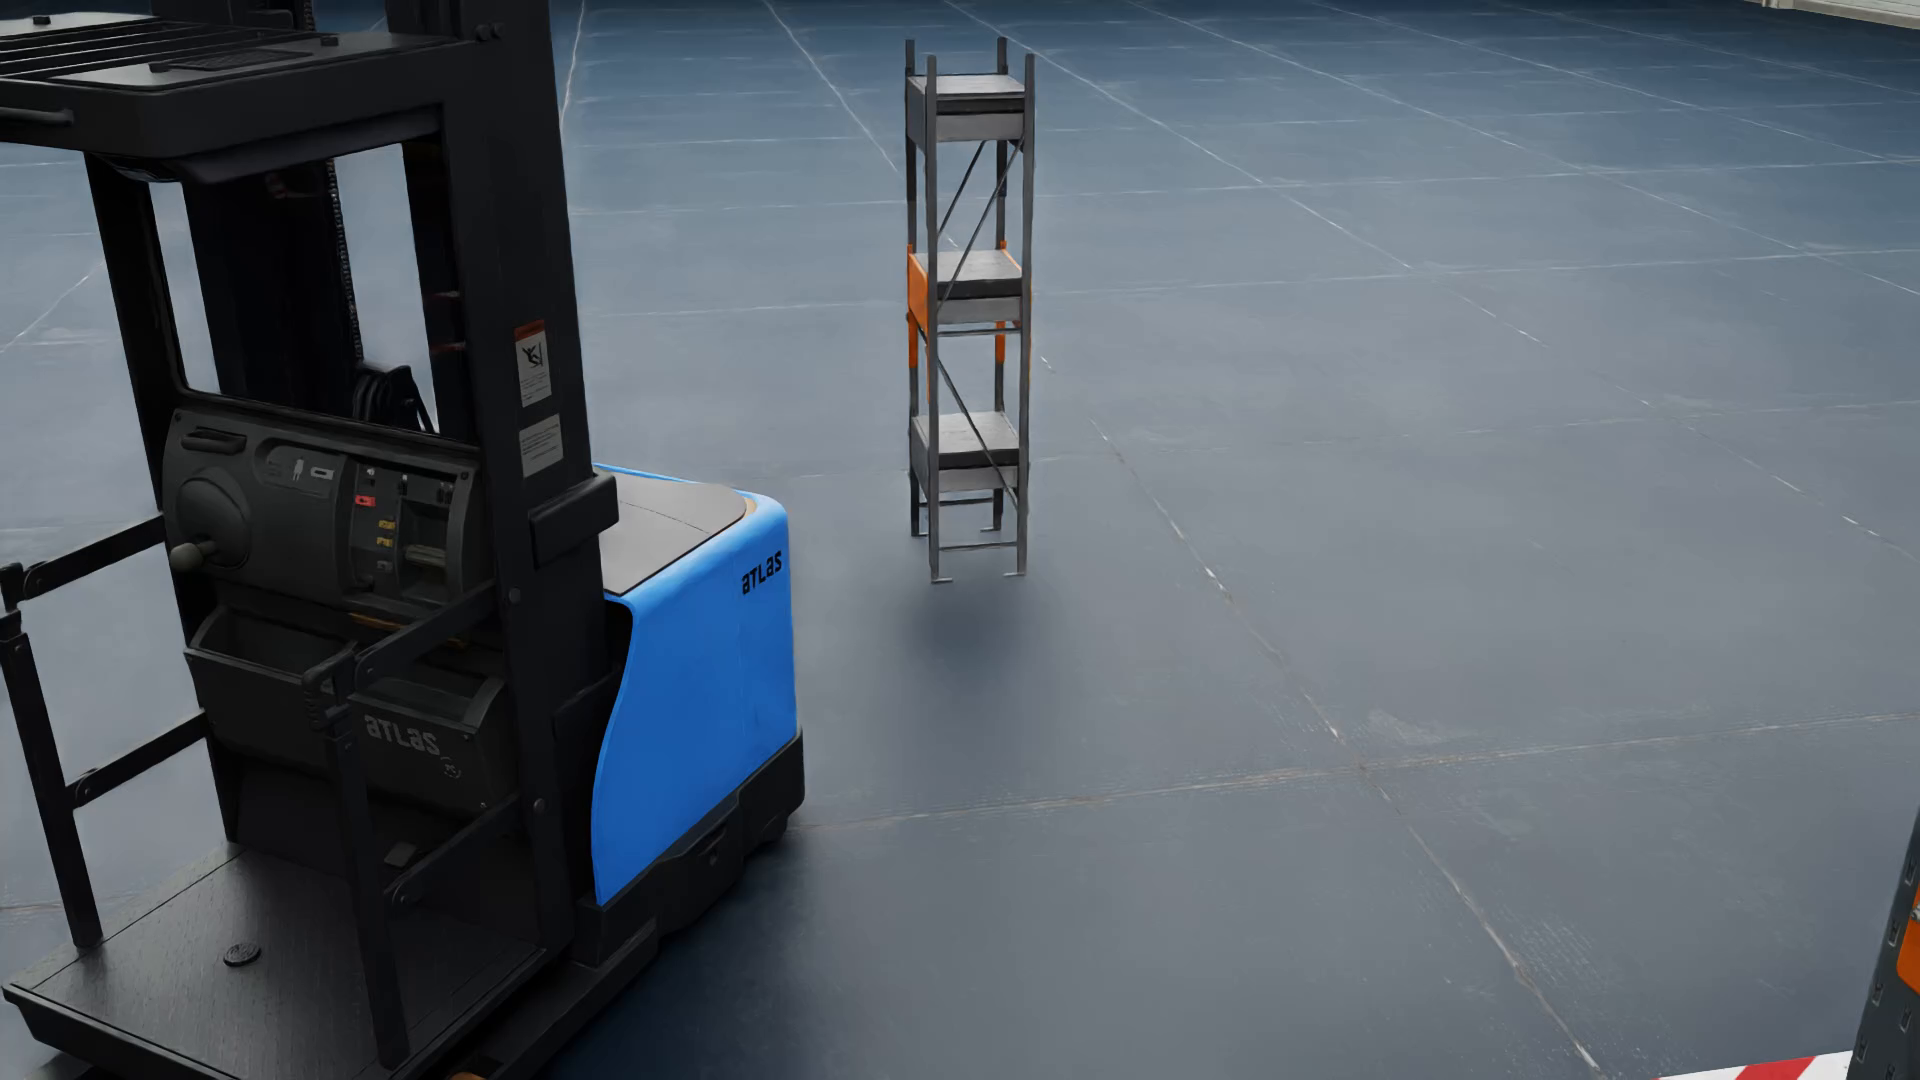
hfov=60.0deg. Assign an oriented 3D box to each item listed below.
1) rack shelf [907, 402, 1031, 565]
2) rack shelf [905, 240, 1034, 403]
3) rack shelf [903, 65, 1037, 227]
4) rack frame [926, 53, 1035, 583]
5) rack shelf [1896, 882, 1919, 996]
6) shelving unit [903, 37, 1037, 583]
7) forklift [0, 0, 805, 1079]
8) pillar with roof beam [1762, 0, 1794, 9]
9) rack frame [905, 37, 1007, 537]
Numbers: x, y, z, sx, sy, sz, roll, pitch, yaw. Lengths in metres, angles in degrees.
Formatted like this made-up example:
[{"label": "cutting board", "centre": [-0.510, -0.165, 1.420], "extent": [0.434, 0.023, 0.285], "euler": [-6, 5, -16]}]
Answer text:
[{"label": "rack shelf", "centre": [0.031, -0.243, 6.966], "extent": [0.431, 0.518, 0.480], "euler": [-4, 24, -10]}, {"label": "rack shelf", "centre": [0.031, -0.885, 6.686], "extent": [0.431, 0.518, 0.480], "euler": [-4, 24, -10]}, {"label": "rack shelf", "centre": [0.031, -1.526, 6.406], "extent": [0.431, 0.518, 0.480], "euler": [-4, 24, -10]}, {"label": "rack frame", "centre": [0.076, -0.801, 6.461], "extent": [0.400, 2.100, 0.015], "euler": [-4, 24, -10]}, {"label": "rack shelf", "centre": [2.586, 1.373, 1.258], "extent": [1.077, 0.370, 4.000], "euler": [-4, 24, -10]}, {"label": "shelving unit", "centre": [0.031, -0.897, 6.681], "extent": [0.431, 2.100, 0.503], "euler": [-4, 24, -10]}, {"label": "forklift", "centre": [-1.584, -0.036, 3.670], "extent": [1.130, 2.935, 3.031], "euler": [11, 26, 24]}, {"label": "pillar with roof beam", "centre": [9.130, -12.503, 24.634], "extent": [9.100, 9.000, 0.400], "euler": [-4, 24, -10]}, {"label": "rack frame", "centre": [-0.015, -0.993, 6.900], "extent": [0.400, 2.100, 0.015], "euler": [-4, 24, -10]}]
